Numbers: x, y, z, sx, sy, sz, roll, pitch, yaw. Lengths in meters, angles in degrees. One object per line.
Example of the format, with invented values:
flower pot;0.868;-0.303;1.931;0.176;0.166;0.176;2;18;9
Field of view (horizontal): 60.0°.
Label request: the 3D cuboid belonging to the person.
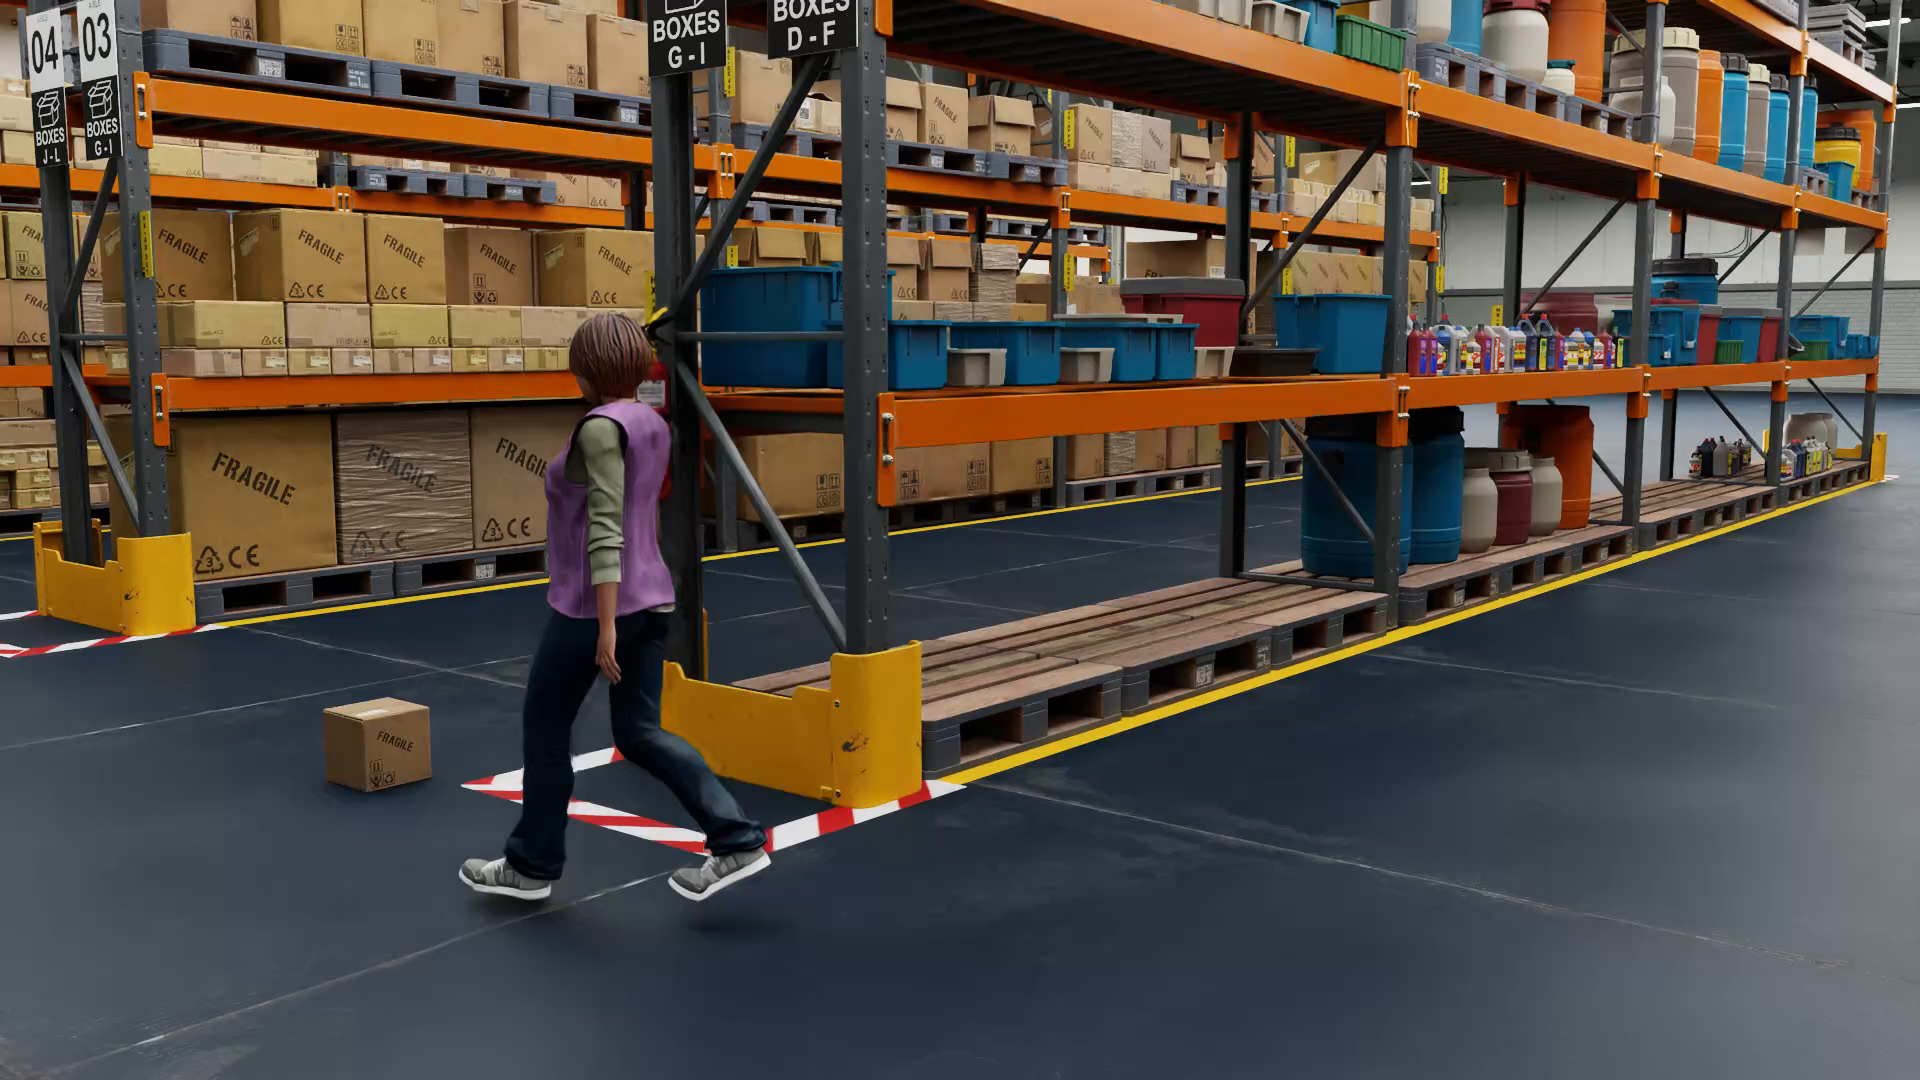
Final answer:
person;-0.921;0.186;4.340;0.876;1.545;0.479;2;7;19
